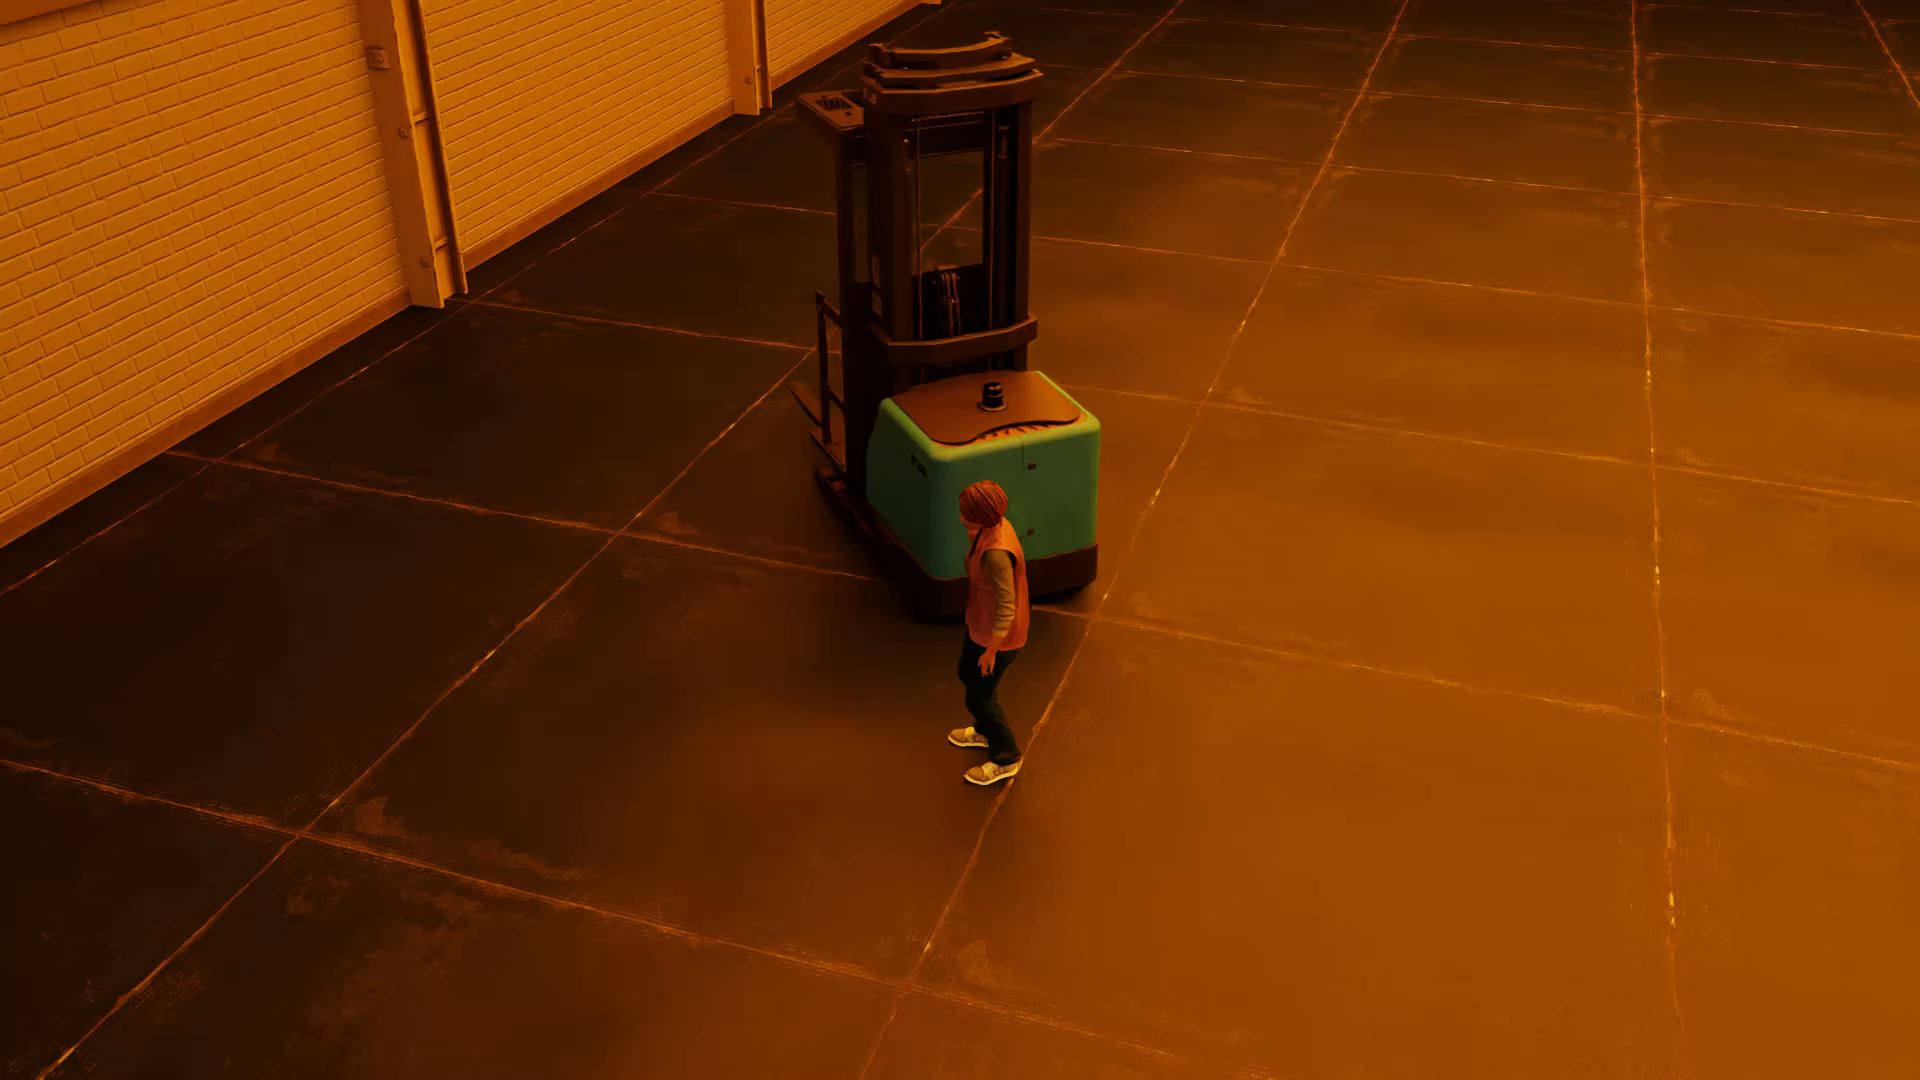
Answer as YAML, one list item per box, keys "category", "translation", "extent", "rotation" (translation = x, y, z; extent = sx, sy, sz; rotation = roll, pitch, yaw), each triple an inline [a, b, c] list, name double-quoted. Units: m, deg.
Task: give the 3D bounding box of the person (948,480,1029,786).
- category: "person"
  translation: [0.142, 0.422, 7.766]
  extent: [0.329, 1.580, 0.510]
  rotation: [-5, 30, -9]

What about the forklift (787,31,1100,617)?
- category: "forklift"
  translation: [-0.277, -1.557, 9.868]
  extent: [1.130, 2.935, 3.031]
  rotation: [-12, 32, -21]
